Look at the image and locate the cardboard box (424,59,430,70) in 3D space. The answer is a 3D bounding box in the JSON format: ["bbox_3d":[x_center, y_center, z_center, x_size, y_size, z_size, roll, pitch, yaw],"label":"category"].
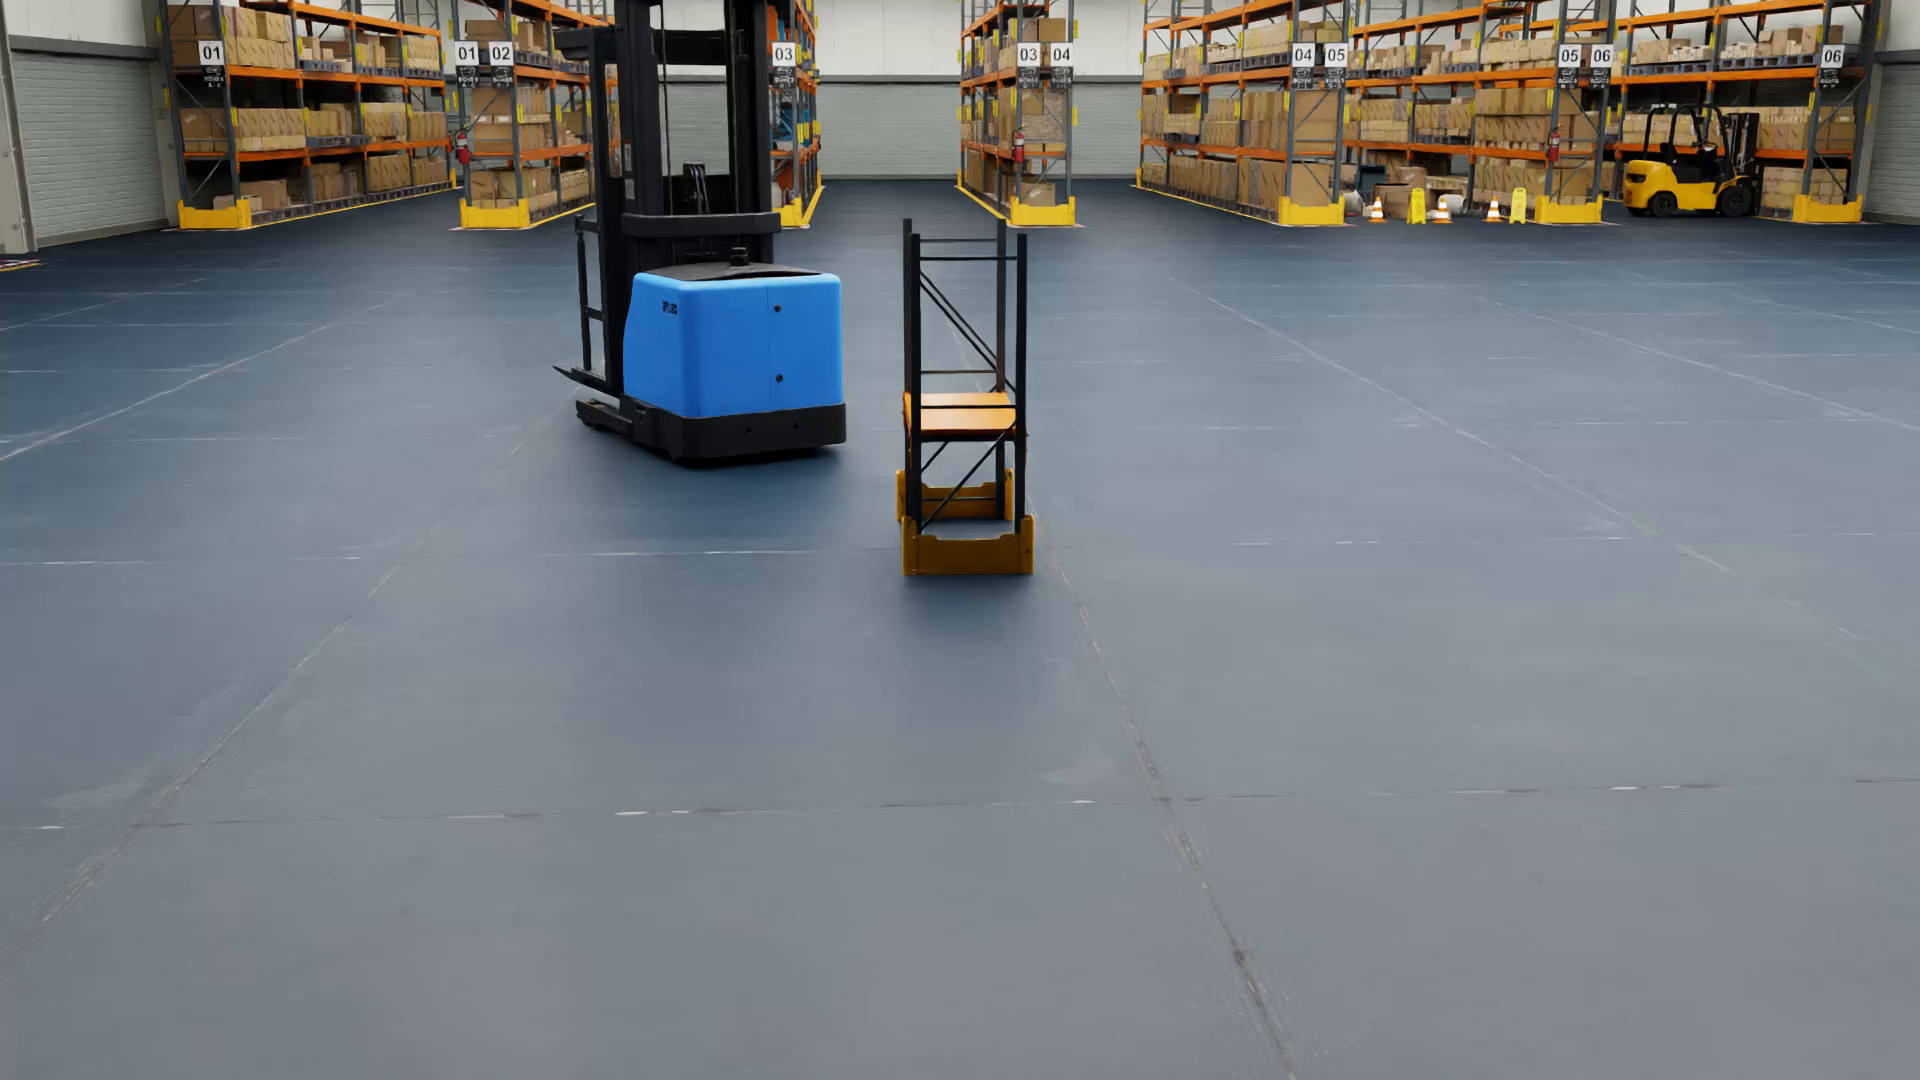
[{"bbox_3d":[-13.917,-12.198,42.653,0.500,0.250,0.500,-1,14,-5],"label":"cardboard box"}]

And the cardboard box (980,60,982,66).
[{"bbox_3d":[0.759,-11.576,40.316,0.500,0.311,0.500,-1,14,-5],"label":"cardboard box"}]

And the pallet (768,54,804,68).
[{"bbox_3d":[-3.372,-8.745,30.355,1.003,0.211,1.213,-1,14,-3],"label":"pallet"}]

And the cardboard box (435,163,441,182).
[{"bbox_3d":[-14.124,-9.699,43.876,0.700,0.500,0.500,-1,14,-4],"label":"cardboard box"}]

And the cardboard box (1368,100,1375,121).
[{"bbox_3d":[10.472,-10.683,41.321,0.500,0.500,0.500,-1,14,-4],"label":"cardboard box"}]

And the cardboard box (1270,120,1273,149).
[{"bbox_3d":[6.448,-7.747,31.813,0.875,0.550,0.550,-1,14,-3],"label":"cardboard box"}]

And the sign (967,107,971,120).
[{"bbox_3d":[0.228,-10.686,41.644,0.100,0.325,0.005,-1,14,-3],"label":"sign"}]

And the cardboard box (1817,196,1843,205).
[{"bbox_3d":[16.534,-6.481,31.870,0.500,0.250,0.500,-1,14,-3],"label":"cardboard box"}]

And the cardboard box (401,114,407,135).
[{"bbox_3d":[-13.770,-10.100,40.422,0.500,0.500,0.500,-1,14,-4],"label":"cardboard box"}]

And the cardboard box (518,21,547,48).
[{"bbox_3d":[-8.609,-10.197,33.571,0.500,0.500,0.500,-1,14,-3],"label":"cardboard box"}]

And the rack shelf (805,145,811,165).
[{"bbox_3d":[-3.790,-8.321,35.789,1.077,0.370,4.000,-1,14,-3],"label":"rack shelf"}]

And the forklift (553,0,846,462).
[{"bbox_3d":[-1.882,-2.193,10.668,1.130,2.935,3.031,-9,17,-30],"label":"forklift"}]

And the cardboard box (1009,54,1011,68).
[{"bbox_3d":[1.184,-9.001,31.271,0.500,0.250,0.500,-1,14,-2],"label":"cardboard box"}]

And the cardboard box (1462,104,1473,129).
[{"bbox_3d":[10.910,-8.908,34.989,0.500,0.500,0.500,-1,14,-4],"label":"cardboard box"}]

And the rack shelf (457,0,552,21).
[{"bbox_3d":[-8.487,-9.962,30.932,1.077,0.370,4.000,-1,14,-3],"label":"rack shelf"}]

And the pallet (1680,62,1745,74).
[{"bbox_3d":[16.054,-10.058,35.461,0.805,0.209,1.217,-1,15,-6],"label":"pallet"}]

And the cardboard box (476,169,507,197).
[{"bbox_3d":[-8.770,-6.713,31.269,0.500,0.500,0.500,-1,14,-3],"label":"cardboard box"}]

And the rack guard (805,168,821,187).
[{"bbox_3d":[-4.424,-9.951,45.699,1.175,0.500,0.348,-1,14,-3],"label":"rack guard"}]

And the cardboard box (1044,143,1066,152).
[{"bbox_3d":[1.745,-7.206,30.518,0.380,0.149,0.250,-1,14,-3],"label":"cardboard box"}]

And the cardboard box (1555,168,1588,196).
[{"bbox_3d":[11.640,-6.852,31.808,0.500,0.500,0.500,-1,14,-5],"label":"cardboard box"}]

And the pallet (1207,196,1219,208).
[{"bbox_3d":[6.032,-7.444,36.534,1.003,0.211,1.213,-1,14,-3],"label":"pallet"}]

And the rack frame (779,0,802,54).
[{"bbox_3d":[-3.666,-11.077,33.019,1.000,3.000,0.127,-1,14,-3],"label":"rack frame"}]

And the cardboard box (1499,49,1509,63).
[{"bbox_3d":[10.981,-9.559,32.841,0.500,0.250,0.500,-1,14,-3],"label":"cardboard box"}]

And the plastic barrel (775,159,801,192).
[{"bbox_3d":[-3.962,-8.440,38.323,0.600,0.830,0.708,-1,14,-3],"label":"plastic barrel"}]

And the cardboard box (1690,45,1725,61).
[{"bbox_3d":[15.834,-10.316,35.217,0.500,0.311,0.500,-1,14,-5],"label":"cardboard box"}]

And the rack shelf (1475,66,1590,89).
[{"bbox_3d":[11.292,-9.008,32.441,1.077,0.370,4.000,-1,14,-3],"label":"rack shelf"}]

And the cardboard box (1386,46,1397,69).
[{"bbox_3d":[10.521,-11.534,39.772,0.500,0.500,0.500,-1,14,-3],"label":"cardboard box"}]

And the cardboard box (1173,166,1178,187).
[{"bbox_3d":[5.554,-8.963,41.014,0.500,0.500,0.500,0,14,-1],"label":"cardboard box"}]

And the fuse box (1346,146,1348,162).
[{"bbox_3d":[12.157,-12.160,51.852,0.539,1.711,0.414,-1,14,-3],"label":"fuse box"}]

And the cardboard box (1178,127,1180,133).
[{"bbox_3d":[5.422,-9.811,39.798,0.380,0.149,0.250,0,14,-2],"label":"cardboard box"}]

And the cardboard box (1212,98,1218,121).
[{"bbox_3d":[6.036,-9.589,37.070,0.700,0.500,0.500,-1,14,-4],"label":"cardboard box"}]

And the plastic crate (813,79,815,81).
[{"bbox_3d":[-4.064,-12.265,44.082,0.450,0.188,0.336,-1,14,-3],"label":"plastic crate"}]

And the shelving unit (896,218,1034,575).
[{"bbox_3d":[0.005,-0.707,7.766,0.587,1.500,1.083,-1,14,-3],"label":"shelving unit"}]

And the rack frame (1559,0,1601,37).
[{"bbox_3d":[15.626,-13.374,41.945,1.000,3.000,0.127,-1,14,-3],"label":"rack frame"}]

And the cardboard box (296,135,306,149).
[{"bbox_3d":[-13.223,-7.843,32.749,0.500,0.250,0.500,-1,14,-3],"label":"cardboard box"}]

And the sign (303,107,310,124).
[{"bbox_3d":[-13.013,-8.448,33.104,0.100,0.325,0.005,-1,14,-3],"label":"sign"}]

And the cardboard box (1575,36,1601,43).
[{"bbox_3d":[11.597,-9.215,30.706,0.380,0.149,0.250,-1,14,-4],"label":"cardboard box"}]

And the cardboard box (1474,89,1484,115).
[{"bbox_3d":[10.979,-8.965,34.046,0.700,0.500,0.500,-1,14,-4],"label":"cardboard box"}]

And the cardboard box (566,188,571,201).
[{"bbox_3d":[-8.419,-7.199,34.662,0.500,0.250,0.500,-1,14,-2],"label":"cardboard box"}]

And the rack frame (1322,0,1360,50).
[{"bbox_3d":[10.424,-14.291,45.510,1.000,3.000,0.127,-1,14,-3],"label":"rack frame"}]

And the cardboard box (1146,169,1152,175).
[{"bbox_3d":[5.238,-9.922,44.853,0.380,0.149,0.250,0,14,-2],"label":"cardboard box"}]

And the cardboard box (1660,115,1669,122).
[{"bbox_3d":[15.677,-9.305,36.668,0.380,0.149,0.250,-1,14,-5],"label":"cardboard box"}]

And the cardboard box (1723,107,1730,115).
[{"bbox_3d":[15.970,-8.838,34.257,0.380,0.149,0.250,-1,14,-3],"label":"cardboard box"}]

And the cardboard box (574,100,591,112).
[{"bbox_3d":[-9.396,-10.740,41.542,0.500,0.500,0.500,-1,14,-3],"label":"cardboard box"}]

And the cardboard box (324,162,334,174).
[{"bbox_3d":[-13.696,-7.930,35.457,0.500,0.250,0.500,-1,14,-4],"label":"cardboard box"}]

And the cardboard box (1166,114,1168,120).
[{"bbox_3d":[5.327,-10.485,41.224,0.380,0.149,0.250,0,14,-2],"label":"cardboard box"}]

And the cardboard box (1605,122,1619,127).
[{"bbox_3d":[15.486,-9.862,39.793,0.500,0.250,0.500,-2,15,-6],"label":"cardboard box"}]

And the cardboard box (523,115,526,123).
[{"bbox_3d":[-8.219,-7.755,30.646,0.380,0.149,0.250,-1,14,-4],"label":"cardboard box"}]

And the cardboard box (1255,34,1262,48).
[{"bbox_3d":[6.049,-9.699,32.342,0.500,0.250,0.500,-1,14,-4],"label":"cardboard box"}]

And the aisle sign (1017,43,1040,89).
[{"bbox_3d":[1.229,-8.492,29.795,0.394,0.787,0.004,-1,14,-3],"label":"aisle sign"}]

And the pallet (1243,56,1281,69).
[{"bbox_3d":[6.274,-9.506,33.109,1.003,0.211,1.213,-1,14,-3],"label":"pallet"}]

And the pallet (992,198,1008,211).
[{"bbox_3d":[1.227,-7.091,35.163,1.003,0.211,1.213,-1,14,-3],"label":"pallet"}]

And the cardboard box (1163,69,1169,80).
[{"bbox_3d":[5.438,-11.787,42.099,0.500,0.250,0.500,-1,14,-2],"label":"cardboard box"}]
